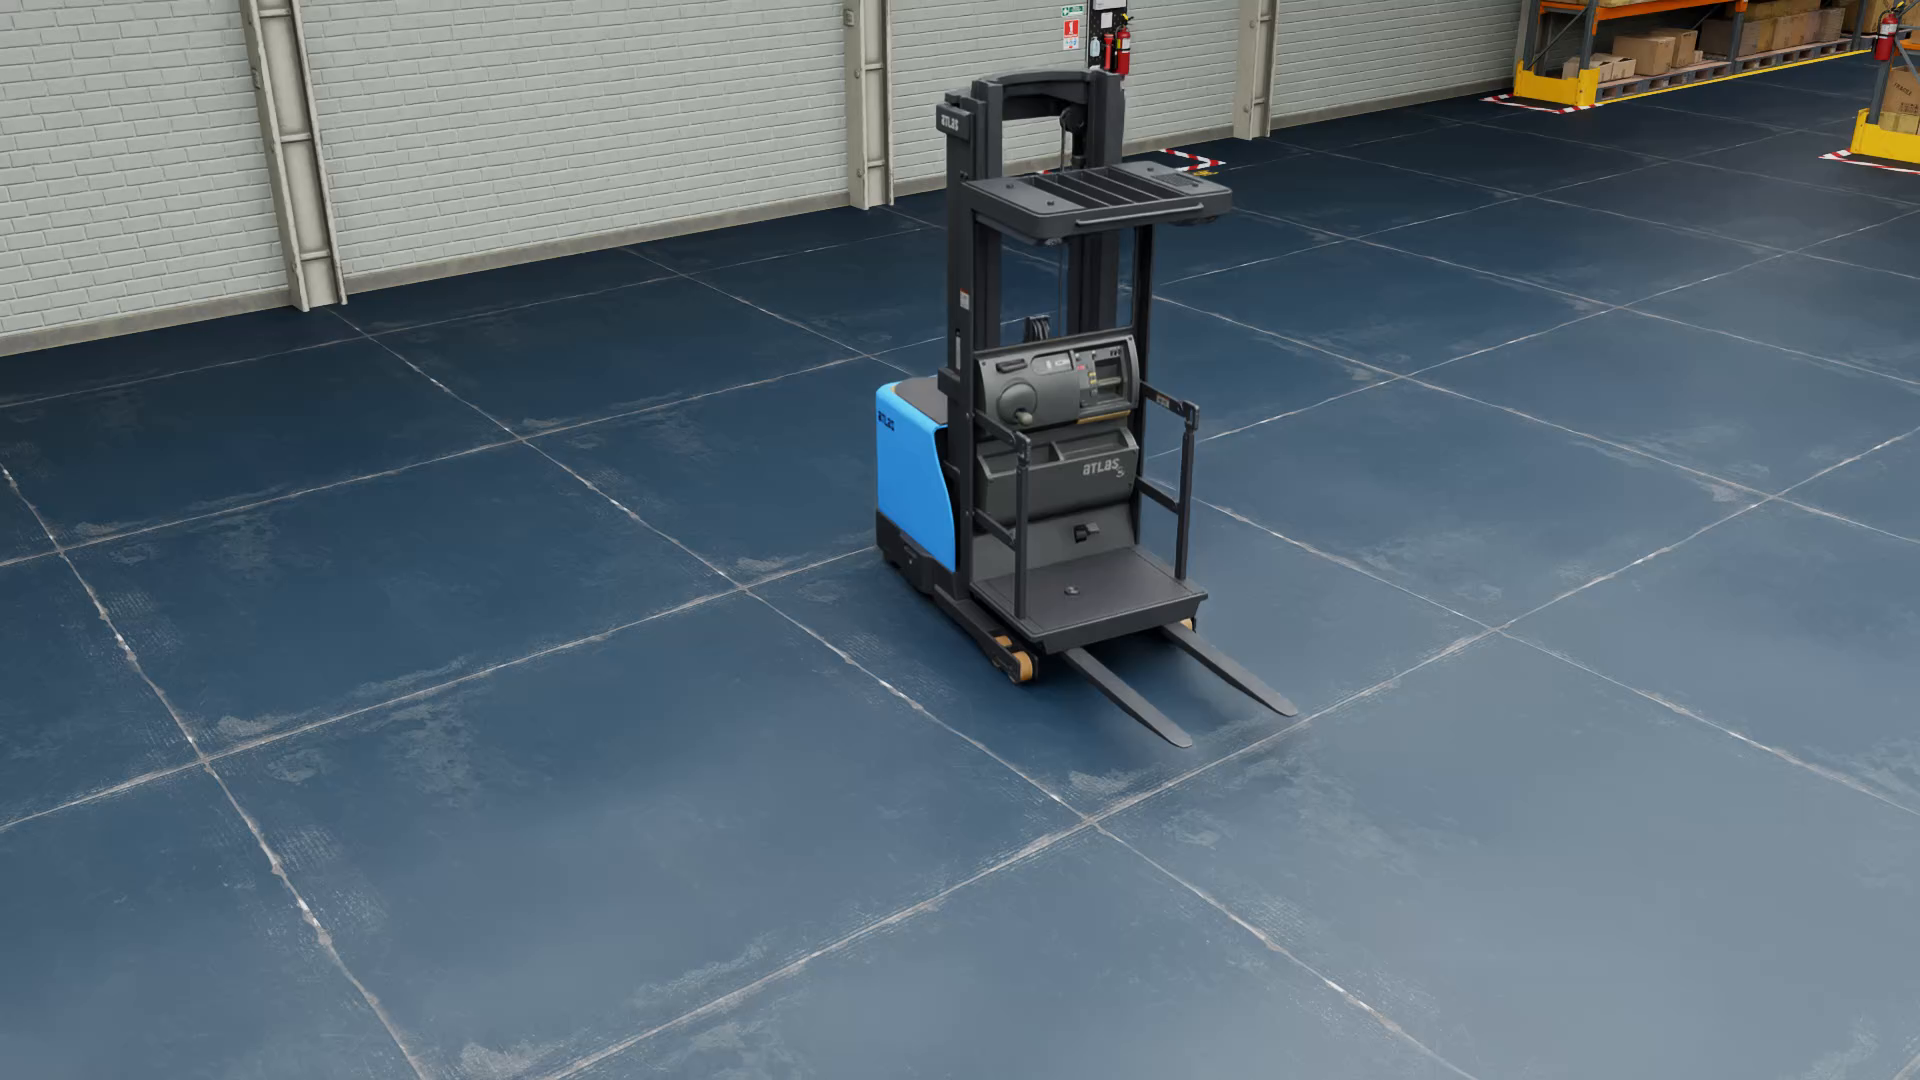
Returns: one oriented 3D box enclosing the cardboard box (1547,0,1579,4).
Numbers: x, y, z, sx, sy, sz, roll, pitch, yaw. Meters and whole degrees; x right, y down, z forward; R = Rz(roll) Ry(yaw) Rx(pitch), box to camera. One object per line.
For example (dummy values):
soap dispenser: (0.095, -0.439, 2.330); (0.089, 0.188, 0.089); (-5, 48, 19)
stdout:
cardboard box: (8.707, -7.794, 23.635); (0.500, 0.250, 0.500); (-18, 30, -33)

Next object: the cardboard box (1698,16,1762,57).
cardboard box: (12.175, -7.969, 26.304); (0.500, 0.500, 0.700); (-17, 30, -32)

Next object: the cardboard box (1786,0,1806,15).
cardboard box: (13.331, -8.685, 26.956); (0.500, 0.250, 0.500); (-18, 31, -34)

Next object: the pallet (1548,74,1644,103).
pallet: (9.180, -6.622, 24.267); (1.213, 0.211, 1.003); (-18, 31, -34)

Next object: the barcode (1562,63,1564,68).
barcode: (8.826, -6.939, 24.298); (0.075, 0.075, 0.001); (-18, 31, -34)

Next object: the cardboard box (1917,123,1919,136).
cardboard box: (12.078, -5.036, 20.306); (0.500, 0.250, 0.500); (-18, 31, -34)

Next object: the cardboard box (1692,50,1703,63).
cardboard box: (11.204, -7.472, 25.630); (0.380, 0.166, 0.250); (22, 33, 39)

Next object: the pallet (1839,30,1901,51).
pallet: (15.421, -8.661, 28.660); (1.213, 0.211, 1.003); (-18, 31, -34)

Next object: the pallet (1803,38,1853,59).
pallet: (14.138, -8.278, 27.836); (1.213, 0.211, 1.003); (-18, 31, -34)

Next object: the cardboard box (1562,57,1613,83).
cardboard box: (9.059, -6.797, 24.004); (0.500, 0.311, 0.500); (-23, 33, -40)

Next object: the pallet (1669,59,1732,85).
pallet: (11.100, -7.256, 25.633); (1.213, 0.211, 1.003); (-18, 31, -34)

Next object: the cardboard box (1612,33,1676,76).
cardboard box: (10.115, -7.205, 24.659); (0.500, 0.500, 0.700); (-21, 32, -37)

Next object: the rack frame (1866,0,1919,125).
rack frame: (11.518, -6.027, 19.674); (0.127, 3.000, 1.000); (-18, 31, -34)

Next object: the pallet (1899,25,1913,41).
pallet: (16.380, -8.976, 29.339); (1.213, 0.211, 1.003); (-18, 31, -34)

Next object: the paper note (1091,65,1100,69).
paper note: (1.604, -5.525, 19.639); (0.142, 0.148, 0.016); (-18, 31, -34)

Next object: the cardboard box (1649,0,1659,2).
cardboard box: (9.843, -7.900, 23.864); (0.500, 0.250, 0.500); (-19, 31, -35)

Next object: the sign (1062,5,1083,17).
sign: (1.296, -6.093, 19.144); (0.331, 0.109, 0.001); (-18, 31, -34)

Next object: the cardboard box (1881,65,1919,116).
cardboard box: (11.757, -5.549, 20.519); (0.500, 0.500, 0.500); (-18, 31, -34)

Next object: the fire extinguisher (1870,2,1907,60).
fire extinguisher: (11.139, -6.116, 19.956); (0.183, 0.674, 0.296); (-18, 31, -34)

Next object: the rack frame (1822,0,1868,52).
rack frame: (14.754, -9.746, 27.686); (0.127, 3.000, 1.000); (-18, 31, -34)

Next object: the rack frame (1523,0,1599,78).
rack frame: (8.459, -7.668, 23.208); (0.127, 3.000, 1.000); (-18, 31, -34)

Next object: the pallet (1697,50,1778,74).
pallet: (12.218, -7.644, 26.471); (1.213, 0.211, 1.003); (-18, 31, -34)

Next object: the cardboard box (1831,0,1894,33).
cardboard box: (15.414, -9.109, 28.368); (0.750, 0.750, 0.750); (-19, 31, -35)

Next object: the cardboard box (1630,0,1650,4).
cardboard box: (9.438, -7.770, 23.583); (0.500, 0.250, 0.500); (-19, 31, -36)

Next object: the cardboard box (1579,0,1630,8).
cardboard box: (9.039, -7.630, 23.282); (0.500, 0.250, 0.500); (-19, 31, -35)

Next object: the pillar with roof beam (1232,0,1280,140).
pillar with roof beam: (6.411, -7.872, 16.523); (0.400, 9.000, 9.100); (-18, 31, -34)

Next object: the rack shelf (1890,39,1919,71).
rack shelf: (13.092, -6.221, 20.945); (4.000, 0.370, 1.077); (-18, 31, -34)

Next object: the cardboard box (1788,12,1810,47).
cardboard box: (13.369, -8.373, 27.175); (0.500, 0.500, 0.700); (-18, 31, -34)

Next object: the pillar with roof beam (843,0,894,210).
pillar with roof beam: (1.689, -6.314, 13.165); (0.400, 9.000, 9.100); (-18, 31, -34)

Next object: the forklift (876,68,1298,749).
forklift: (0.623, -0.799, 8.490); (1.130, 2.935, 3.031); (-12, 28, -25)

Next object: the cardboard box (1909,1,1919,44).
cardboard box: (11.894, -6.190, 19.905); (0.500, 0.500, 0.700); (-18, 31, -34)

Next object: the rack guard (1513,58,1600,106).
rack guard: (8.518, -6.553, 23.777); (0.348, 0.500, 1.175); (-18, 31, -34)

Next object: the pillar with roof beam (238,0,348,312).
pillar with roof beam: (-3.032, -4.755, 9.807); (0.400, 9.000, 9.100); (-18, 31, -34)

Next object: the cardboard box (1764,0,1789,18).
cardboard box: (12.927, -8.561, 26.689); (0.500, 0.250, 0.500); (-19, 31, -35)

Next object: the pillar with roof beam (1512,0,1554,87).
pillar with roof beam: (11.132, -9.431, 19.881); (0.400, 9.000, 9.100); (-18, 31, -34)

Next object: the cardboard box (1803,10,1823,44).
cardboard box: (13.742, -8.512, 27.474); (0.500, 0.500, 0.700); (-18, 31, -34)

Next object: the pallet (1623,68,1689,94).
pallet: (10.139, -6.937, 24.946); (1.213, 0.211, 1.003); (-18, 31, -34)

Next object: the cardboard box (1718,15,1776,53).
cardboard box: (12.551, -8.120, 26.629); (0.500, 0.500, 0.700); (-19, 31, -35)

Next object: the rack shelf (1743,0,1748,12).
rack shelf: (13.180, -8.900, 26.718); (4.000, 0.370, 1.077); (-18, 31, -34)

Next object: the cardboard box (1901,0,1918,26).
cardboard box: (16.107, -9.334, 28.854); (0.750, 0.750, 0.750); (-18, 31, -34)

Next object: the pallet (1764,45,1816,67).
pallet: (13.179, -7.963, 27.157); (1.213, 0.211, 1.003); (-18, 31, -34)

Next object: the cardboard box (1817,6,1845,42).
cardboard box: (14.220, -8.607, 27.679); (0.500, 0.500, 0.700); (-18, 30, -33)

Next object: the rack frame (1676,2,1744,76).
rack frame: (11.606, -8.707, 25.447); (0.127, 3.000, 1.000); (-18, 31, -34)

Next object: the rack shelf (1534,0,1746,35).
rack shelf: (10.032, -7.861, 24.479); (4.000, 0.370, 1.077); (-18, 31, -34)

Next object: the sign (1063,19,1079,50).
sign: (1.287, -5.855, 19.260); (0.234, 0.329, 0.001); (-18, 31, -34)

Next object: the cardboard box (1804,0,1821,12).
cardboard box: (13.732, -8.820, 27.247); (0.500, 0.250, 0.500); (-18, 30, -33)

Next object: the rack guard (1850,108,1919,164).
rack guard: (11.499, -4.887, 20.187); (0.348, 0.500, 1.175); (-18, 31, -34)

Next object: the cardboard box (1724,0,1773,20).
cardboard box: (12.520, -8.425, 26.395); (0.500, 0.250, 0.500); (-19, 31, -35)

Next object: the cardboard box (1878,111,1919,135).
cardboard box: (11.758, -5.208, 20.676); (0.500, 0.250, 0.500); (-18, 31, -34)

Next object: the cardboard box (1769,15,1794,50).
cardboard box: (12.977, -8.239, 26.886); (0.500, 0.500, 0.700); (-18, 30, -33)

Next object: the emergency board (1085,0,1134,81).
emergency board: (1.786, -5.948, 19.503); (0.643, 1.169, 0.194); (-18, 31, -34)

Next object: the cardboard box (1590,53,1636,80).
cardboard box: (9.507, -6.945, 24.324); (0.500, 0.311, 0.500); (-15, 29, -30)

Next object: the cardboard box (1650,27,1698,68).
cardboard box: (10.814, -7.489, 25.271); (0.500, 0.500, 0.500); (-21, 32, -38)
